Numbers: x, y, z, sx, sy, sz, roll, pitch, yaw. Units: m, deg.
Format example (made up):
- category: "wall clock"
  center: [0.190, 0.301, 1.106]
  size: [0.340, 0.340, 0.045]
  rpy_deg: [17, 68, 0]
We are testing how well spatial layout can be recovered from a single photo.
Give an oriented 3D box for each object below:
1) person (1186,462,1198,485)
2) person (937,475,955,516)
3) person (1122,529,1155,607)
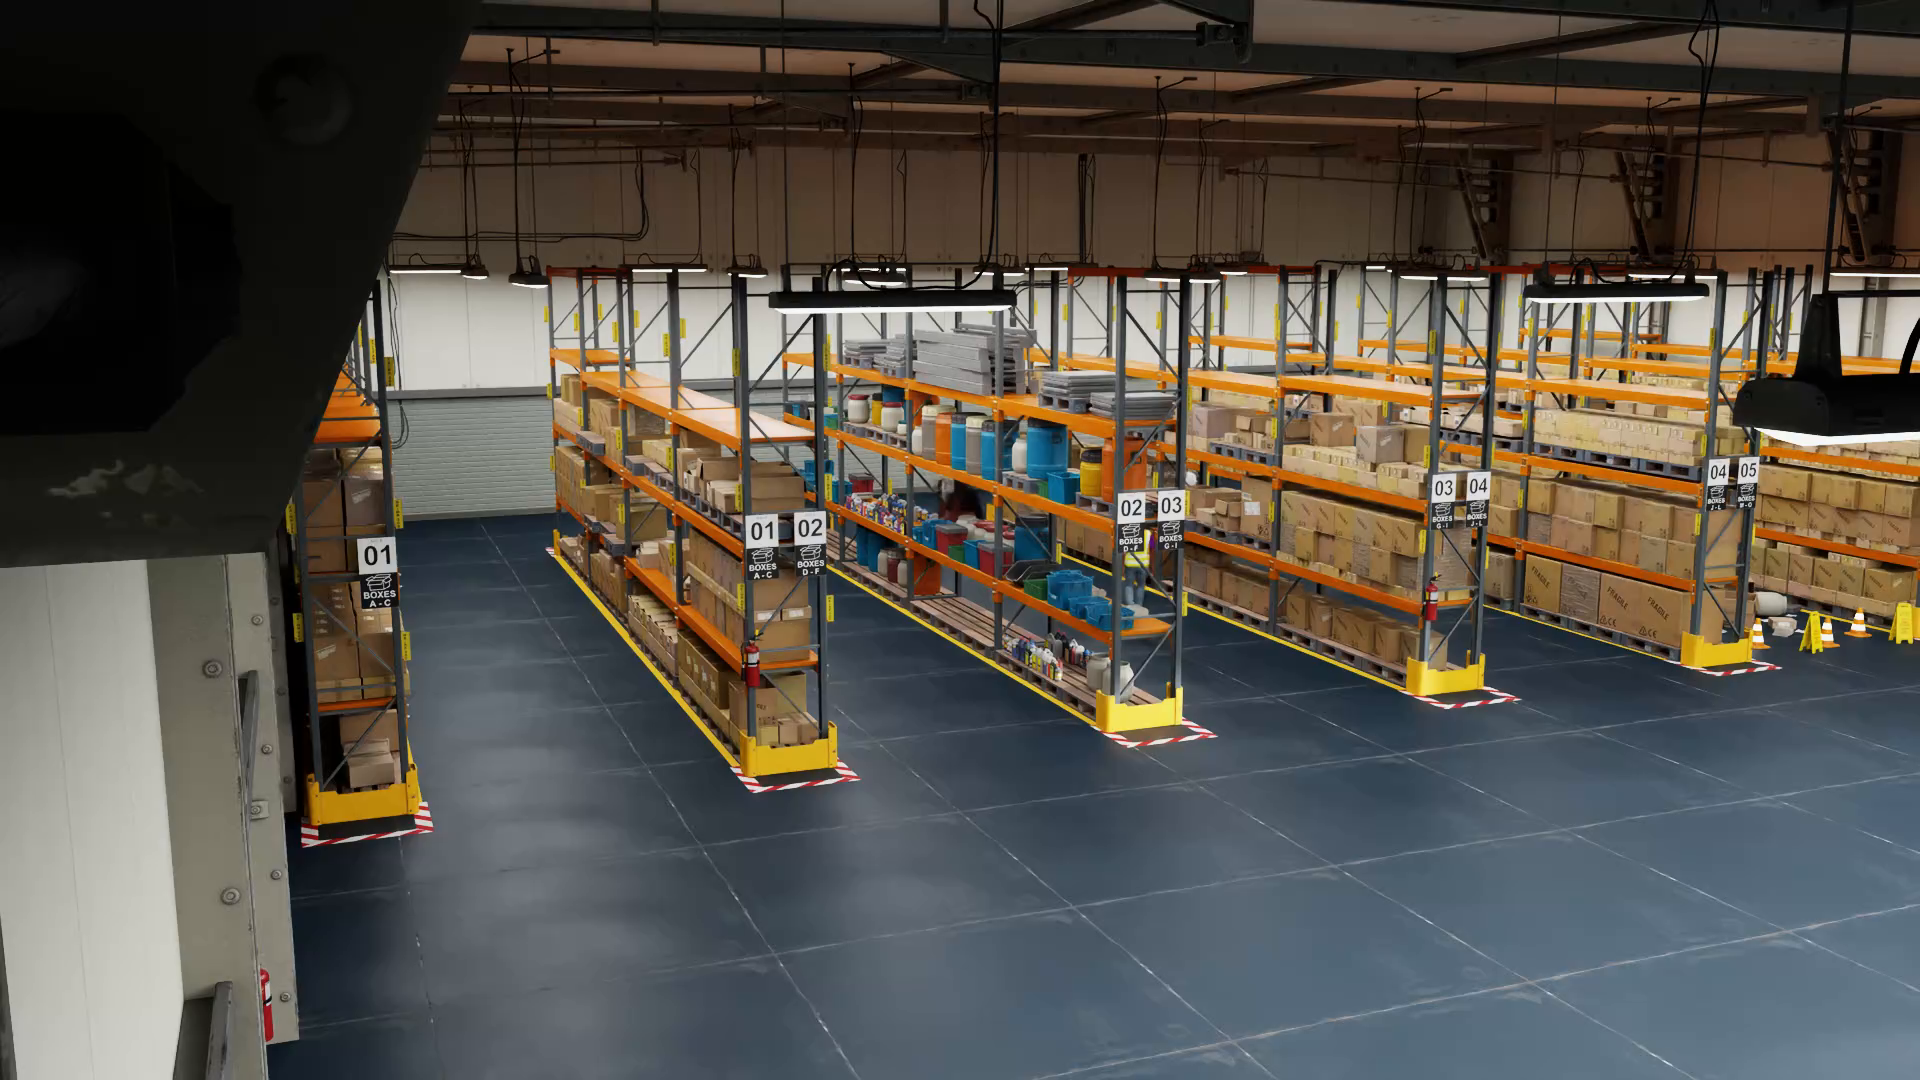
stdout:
- category: "person"
  center: [4.926, -0.838, 36.676]
  size: [0.563, 1.812, 0.935]
  rpy_deg: [-3, 10, -19]
- category: "person"
  center: [-0.258, -1.044, 37.821]
  size: [0.543, 1.601, 1.059]
  rpy_deg: [0, 10, 1]
- category: "person"
  center: [2.933, 0.451, 27.491]
  size: [0.557, 1.799, 0.566]
  rpy_deg: [2, 10, 14]
